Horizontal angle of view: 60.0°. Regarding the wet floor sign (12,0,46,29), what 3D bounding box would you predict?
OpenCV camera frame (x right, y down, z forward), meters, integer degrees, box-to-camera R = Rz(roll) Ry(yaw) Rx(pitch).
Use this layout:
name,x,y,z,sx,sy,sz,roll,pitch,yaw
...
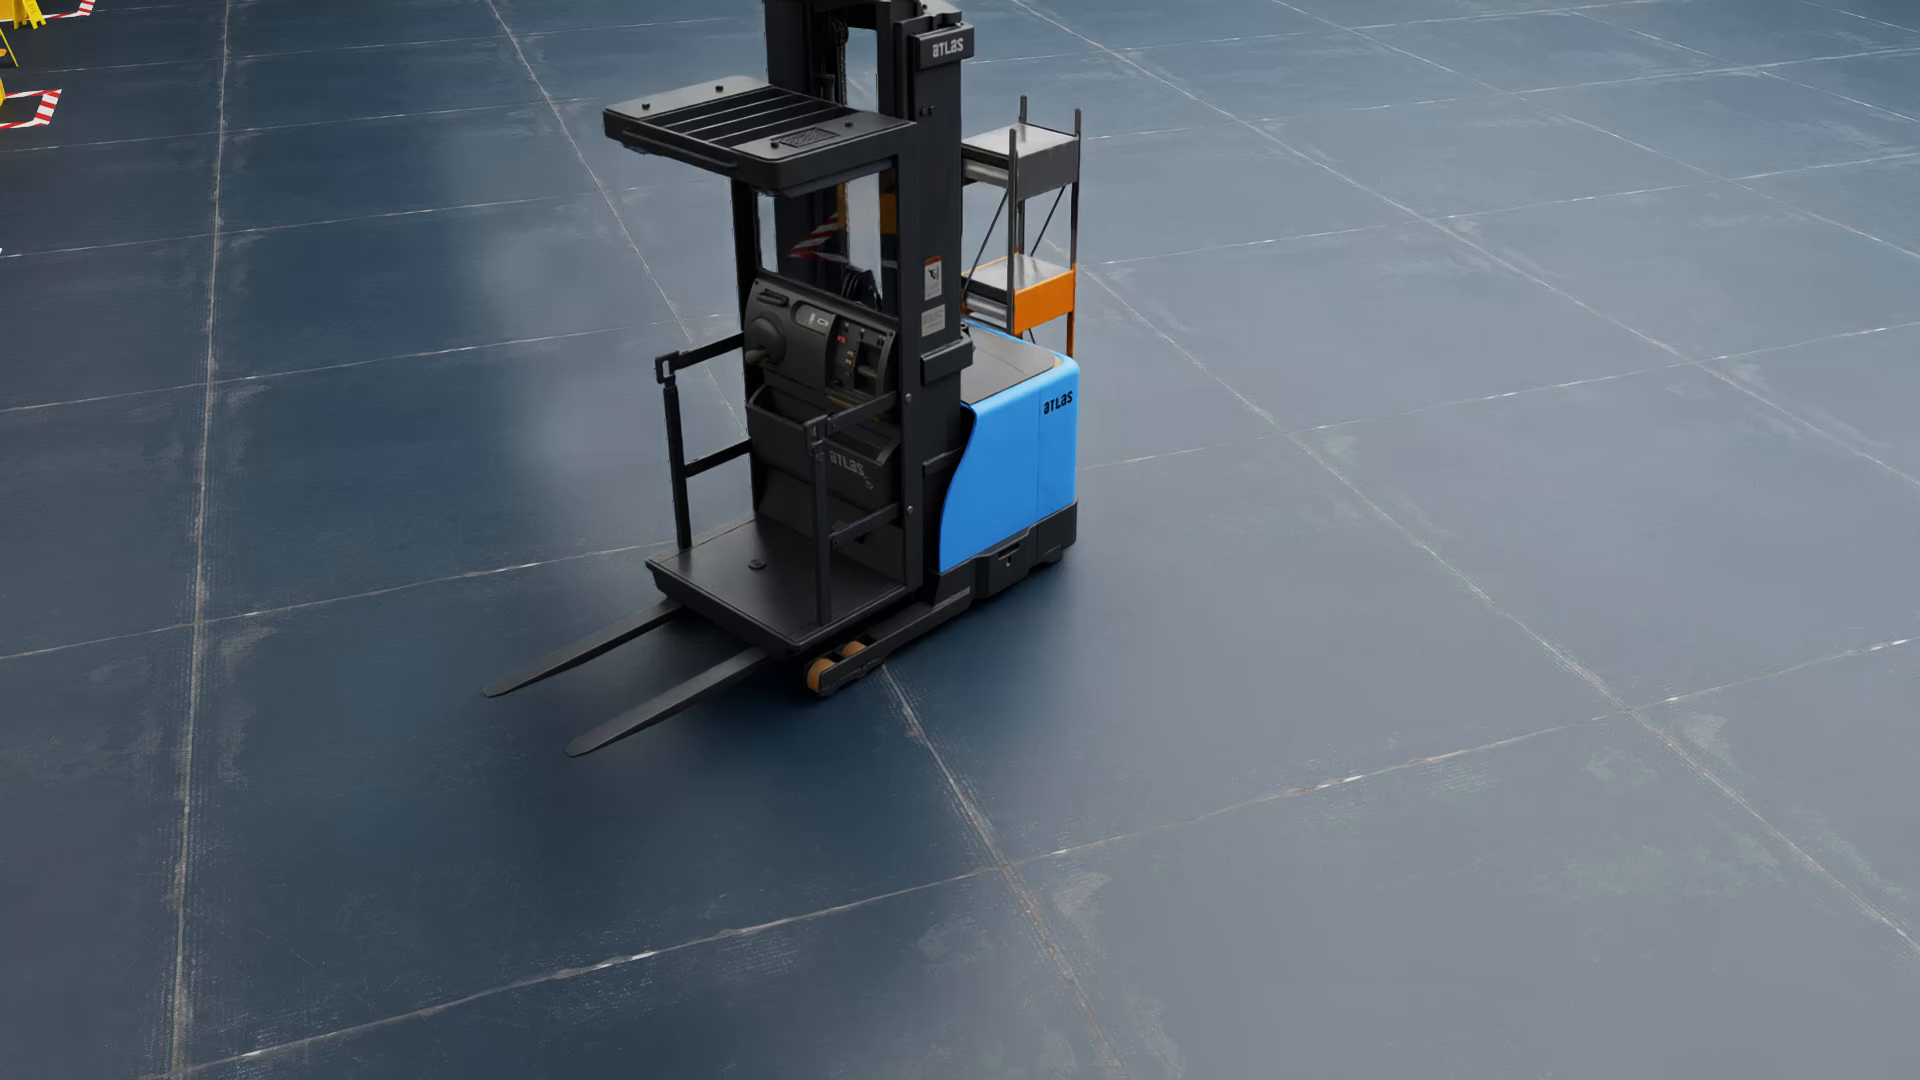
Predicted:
name,x,y,z,sx,sy,sz,roll,pitch,yaw
wet floor sign,-10.686,-6.184,18.953,0.232,0.644,0.267,0,30,0

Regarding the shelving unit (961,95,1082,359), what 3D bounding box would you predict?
name,x,y,z,sx,sy,sz,roll,pitch,yaw
shelving unit,0.291,-1.208,8.749,0.431,2.100,0.503,25,38,37

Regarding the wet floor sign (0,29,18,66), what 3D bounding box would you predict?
name,x,y,z,sx,sy,sz,roll,pitch,yaw
wet floor sign,-10.080,-5.292,17.387,0.232,0.644,0.267,-16,33,-26

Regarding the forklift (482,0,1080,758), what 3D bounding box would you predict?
name,x,y,z,sx,sy,sz,roll,pitch,yaw
forklift,-0.777,-0.856,7.291,1.130,2.935,3.031,25,38,37

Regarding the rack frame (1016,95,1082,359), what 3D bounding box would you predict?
name,x,y,z,sx,sy,sz,roll,pitch,yaw
rack frame,0.459,-1.295,8.902,0.400,2.100,0.015,25,38,37

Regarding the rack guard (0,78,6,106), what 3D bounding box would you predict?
name,x,y,z,sx,sy,sz,roll,pitch,yaw
rack guard,-9.394,-4.310,15.809,0.348,0.500,1.175,-10,31,-18

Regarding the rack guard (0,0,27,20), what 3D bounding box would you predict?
name,x,y,z,sx,sy,sz,roll,pitch,yaw
rack guard,-11.309,-6.571,19.779,0.348,0.500,1.175,-10,31,-18

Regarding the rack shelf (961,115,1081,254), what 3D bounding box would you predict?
name,x,y,z,sx,sy,sz,roll,pitch,yaw
rack shelf,0.291,-1.804,8.409,0.431,0.518,0.480,25,38,37

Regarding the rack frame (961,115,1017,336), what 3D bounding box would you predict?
name,x,y,z,sx,sy,sz,roll,pitch,yaw
rack frame,0.123,-1.120,8.595,0.400,2.100,0.015,25,38,37

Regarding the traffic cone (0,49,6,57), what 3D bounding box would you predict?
name,x,y,z,sx,sy,sz,roll,pitch,yaw
traffic cone,-10.485,-5.439,17.830,0.334,0.463,0.336,-10,31,-18

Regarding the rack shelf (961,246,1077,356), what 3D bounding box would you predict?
name,x,y,z,sx,sy,sz,roll,pitch,yaw
rack shelf,0.291,-1.196,8.755,0.431,0.518,0.480,25,38,37
